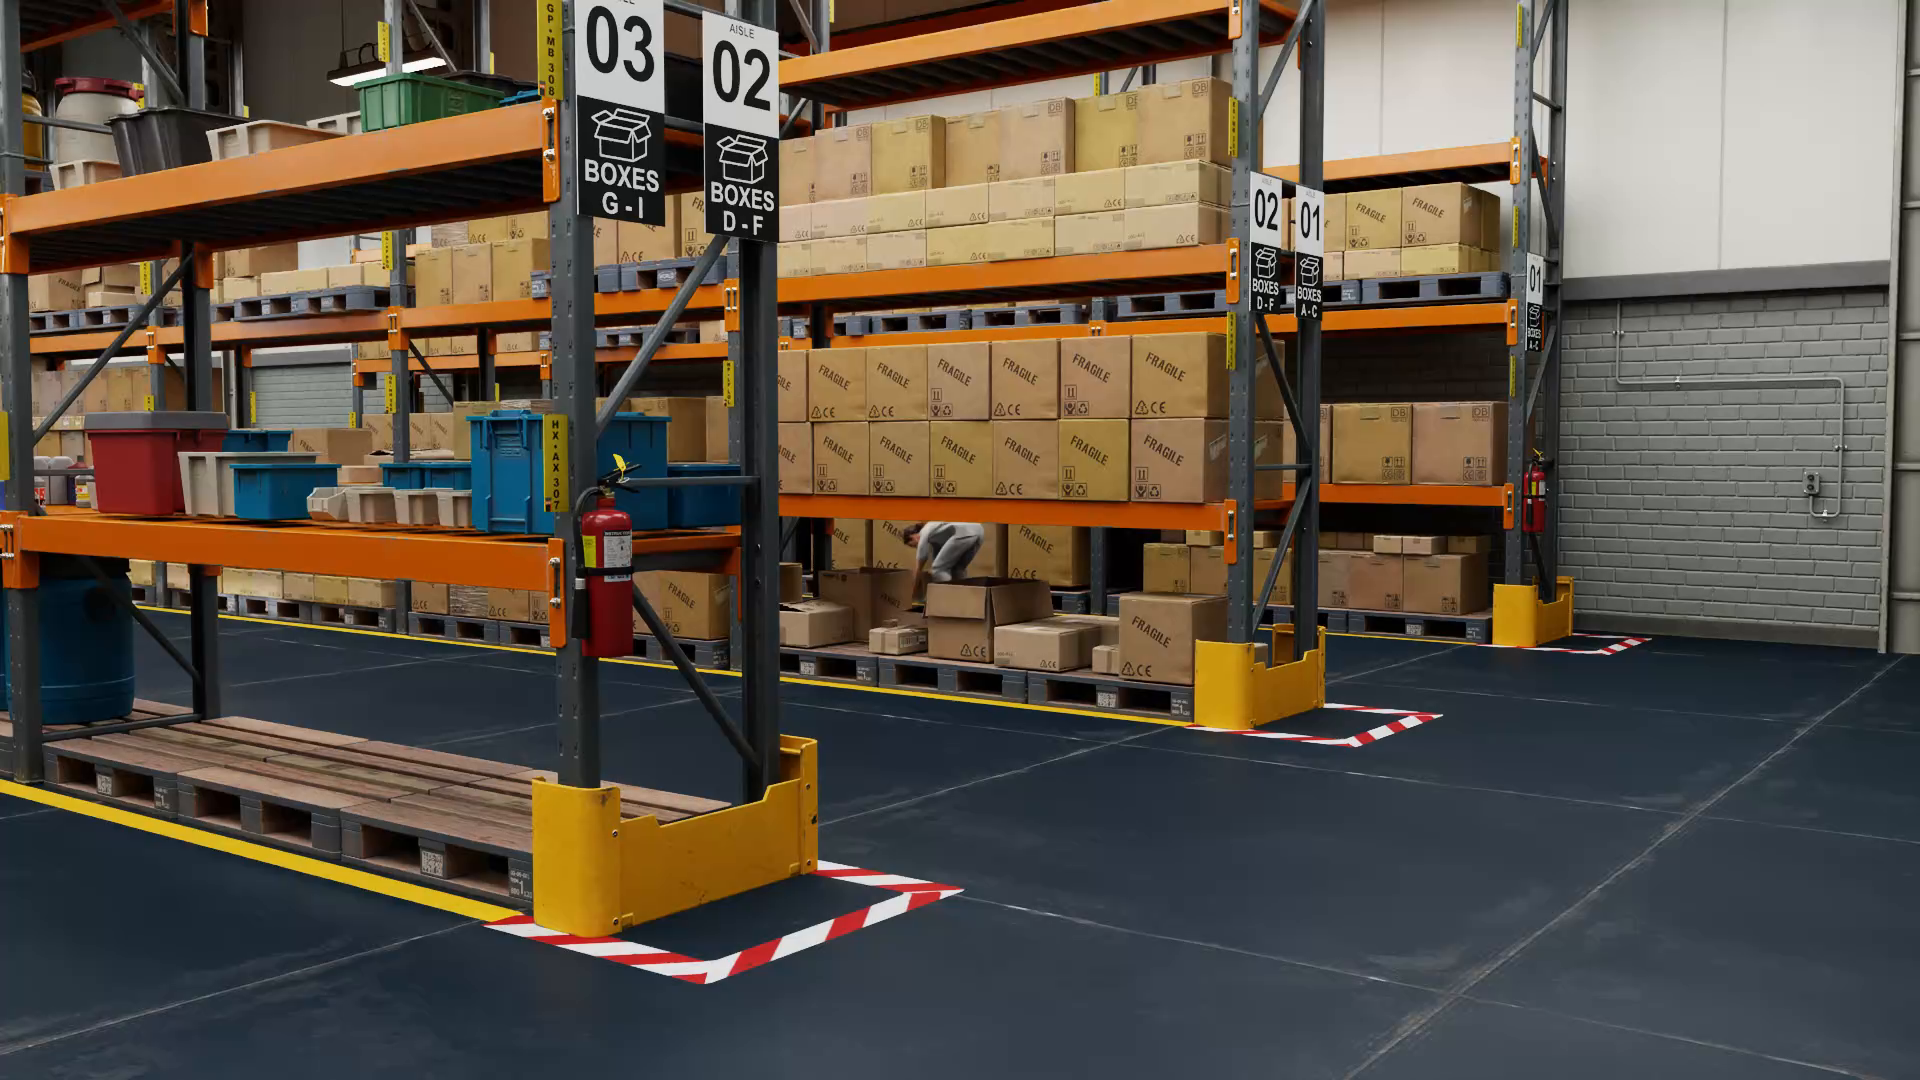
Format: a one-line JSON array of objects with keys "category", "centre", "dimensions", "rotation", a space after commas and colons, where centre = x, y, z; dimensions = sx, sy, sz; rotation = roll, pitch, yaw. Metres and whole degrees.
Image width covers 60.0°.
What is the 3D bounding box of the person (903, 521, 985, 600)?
[{"category": "person", "centre": [-0.175, 0.246, 15.842], "dimensions": [0.864, 0.986, 0.451], "rotation": [2, 4, 33]}]
